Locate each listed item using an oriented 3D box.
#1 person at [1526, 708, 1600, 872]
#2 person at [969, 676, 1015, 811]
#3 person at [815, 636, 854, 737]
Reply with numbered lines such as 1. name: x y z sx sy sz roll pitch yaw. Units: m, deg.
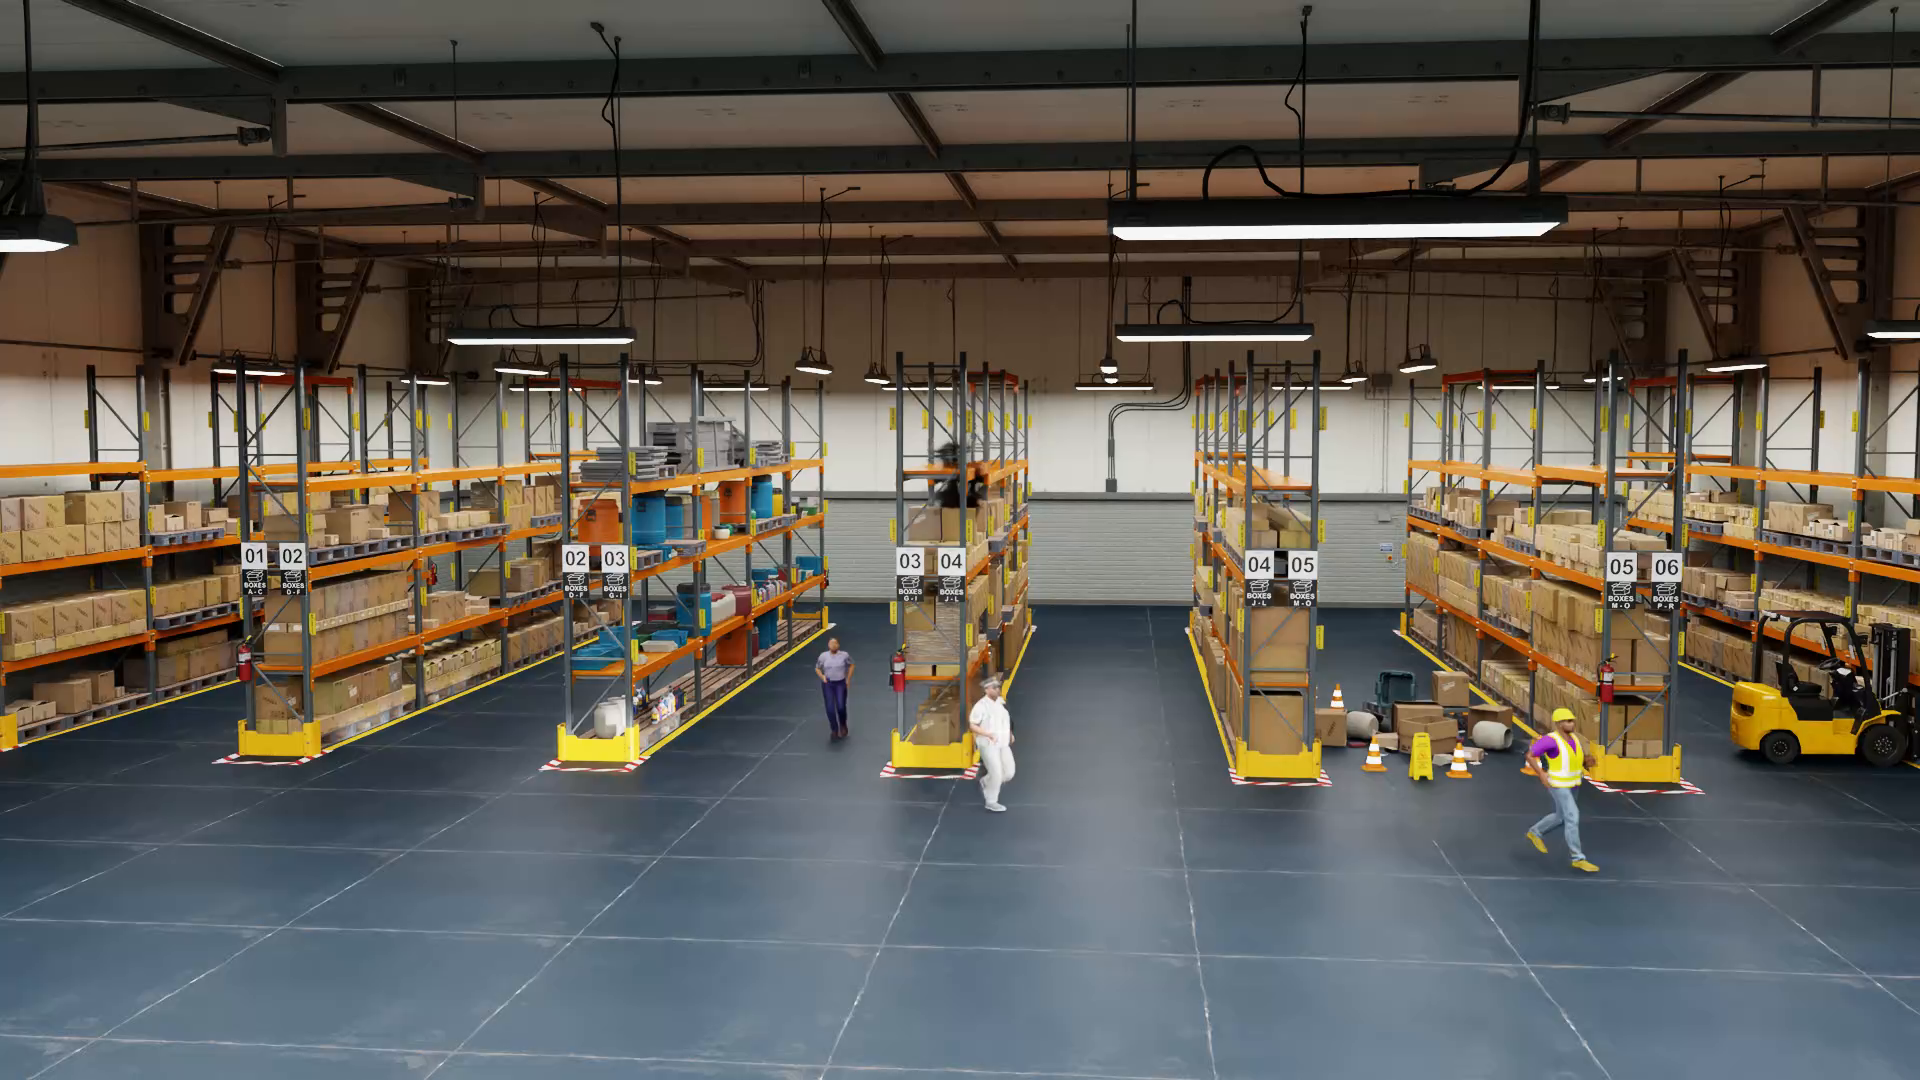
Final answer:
1. person: 6.787 2.764 18.708 0.693 1.752 0.989 -3 5 -38
2. person: 0.422 2.609 21.452 0.660 1.732 0.626 -4 6 -44
3. person: -1.988 2.328 26.246 0.603 1.609 0.566 0 4 1
